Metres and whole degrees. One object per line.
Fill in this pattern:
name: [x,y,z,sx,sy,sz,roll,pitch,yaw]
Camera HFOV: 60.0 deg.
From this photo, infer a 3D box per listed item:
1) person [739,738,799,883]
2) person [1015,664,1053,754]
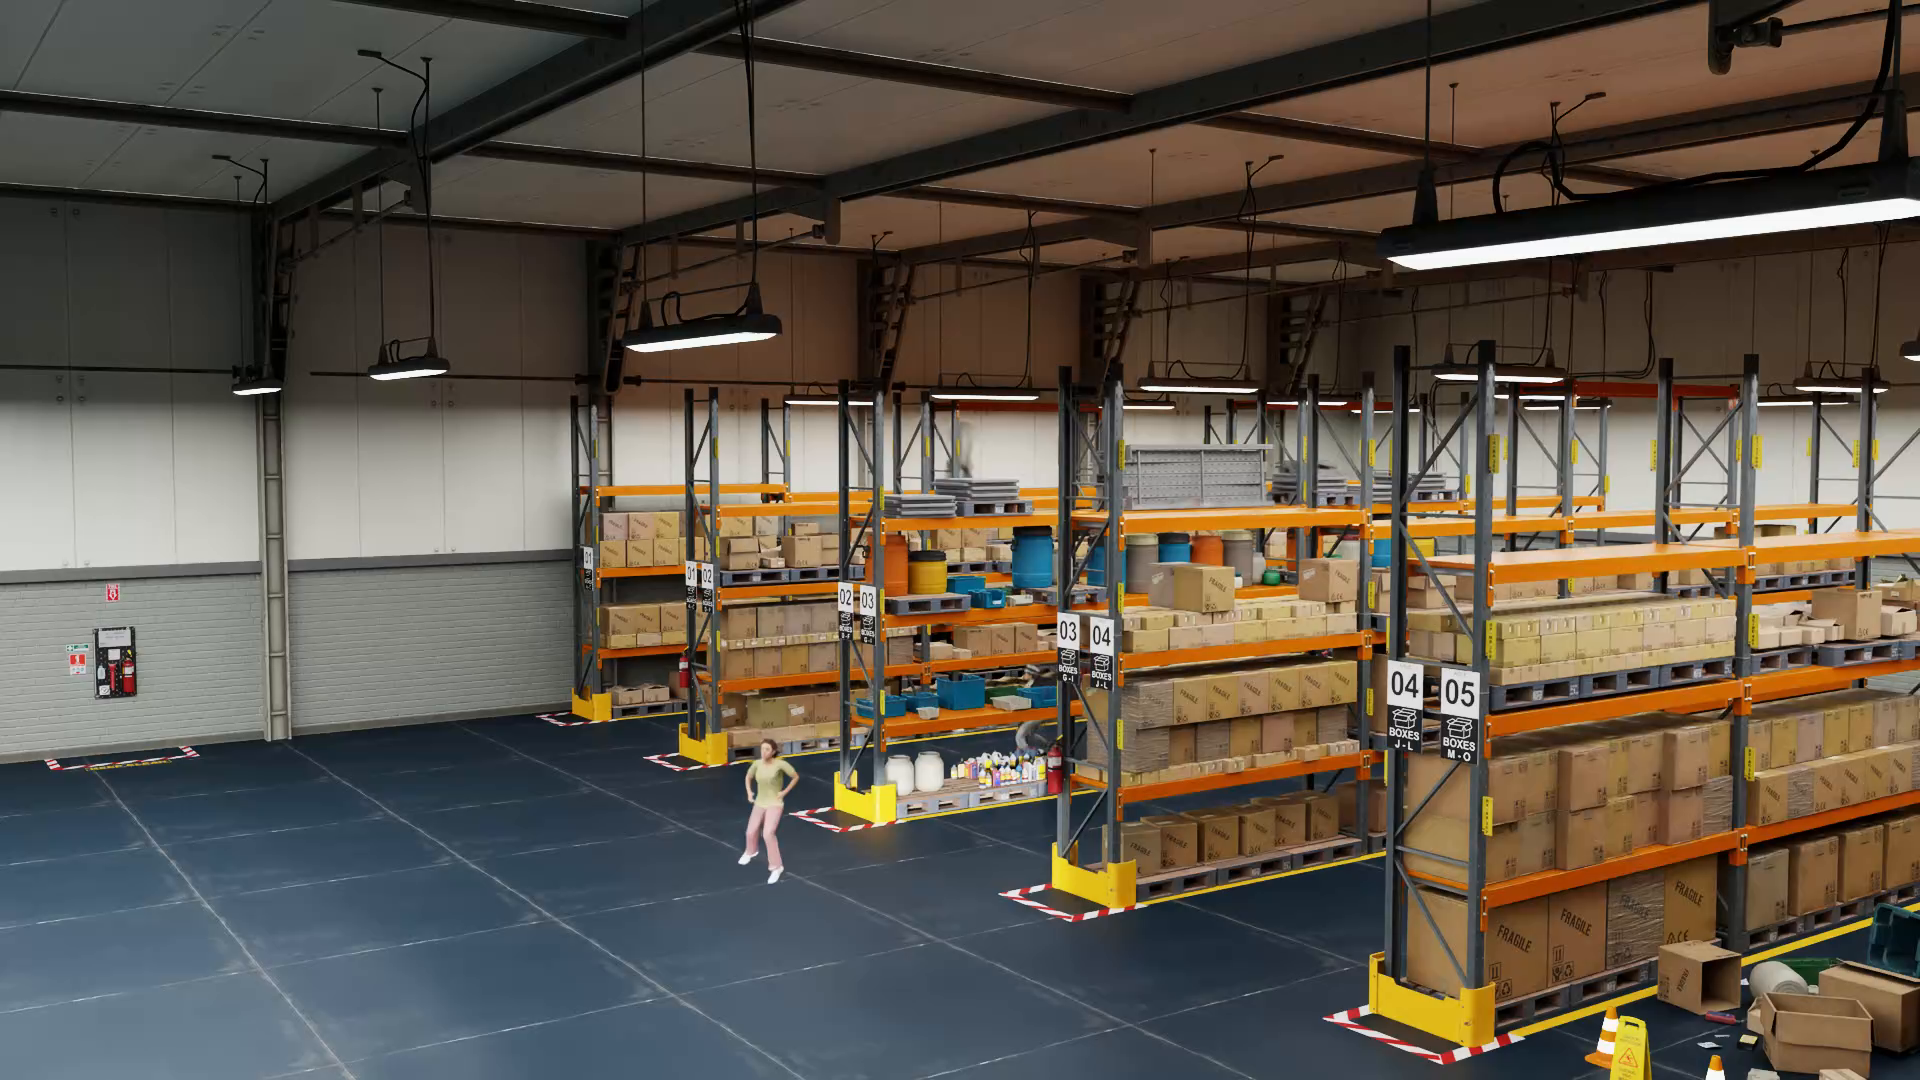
person: [-2.322,3.168,19.772,0.816,1.660,0.747,1,4,17]
person: [1.175,2.783,26.209,0.684,1.691,0.830,0,3,2]
